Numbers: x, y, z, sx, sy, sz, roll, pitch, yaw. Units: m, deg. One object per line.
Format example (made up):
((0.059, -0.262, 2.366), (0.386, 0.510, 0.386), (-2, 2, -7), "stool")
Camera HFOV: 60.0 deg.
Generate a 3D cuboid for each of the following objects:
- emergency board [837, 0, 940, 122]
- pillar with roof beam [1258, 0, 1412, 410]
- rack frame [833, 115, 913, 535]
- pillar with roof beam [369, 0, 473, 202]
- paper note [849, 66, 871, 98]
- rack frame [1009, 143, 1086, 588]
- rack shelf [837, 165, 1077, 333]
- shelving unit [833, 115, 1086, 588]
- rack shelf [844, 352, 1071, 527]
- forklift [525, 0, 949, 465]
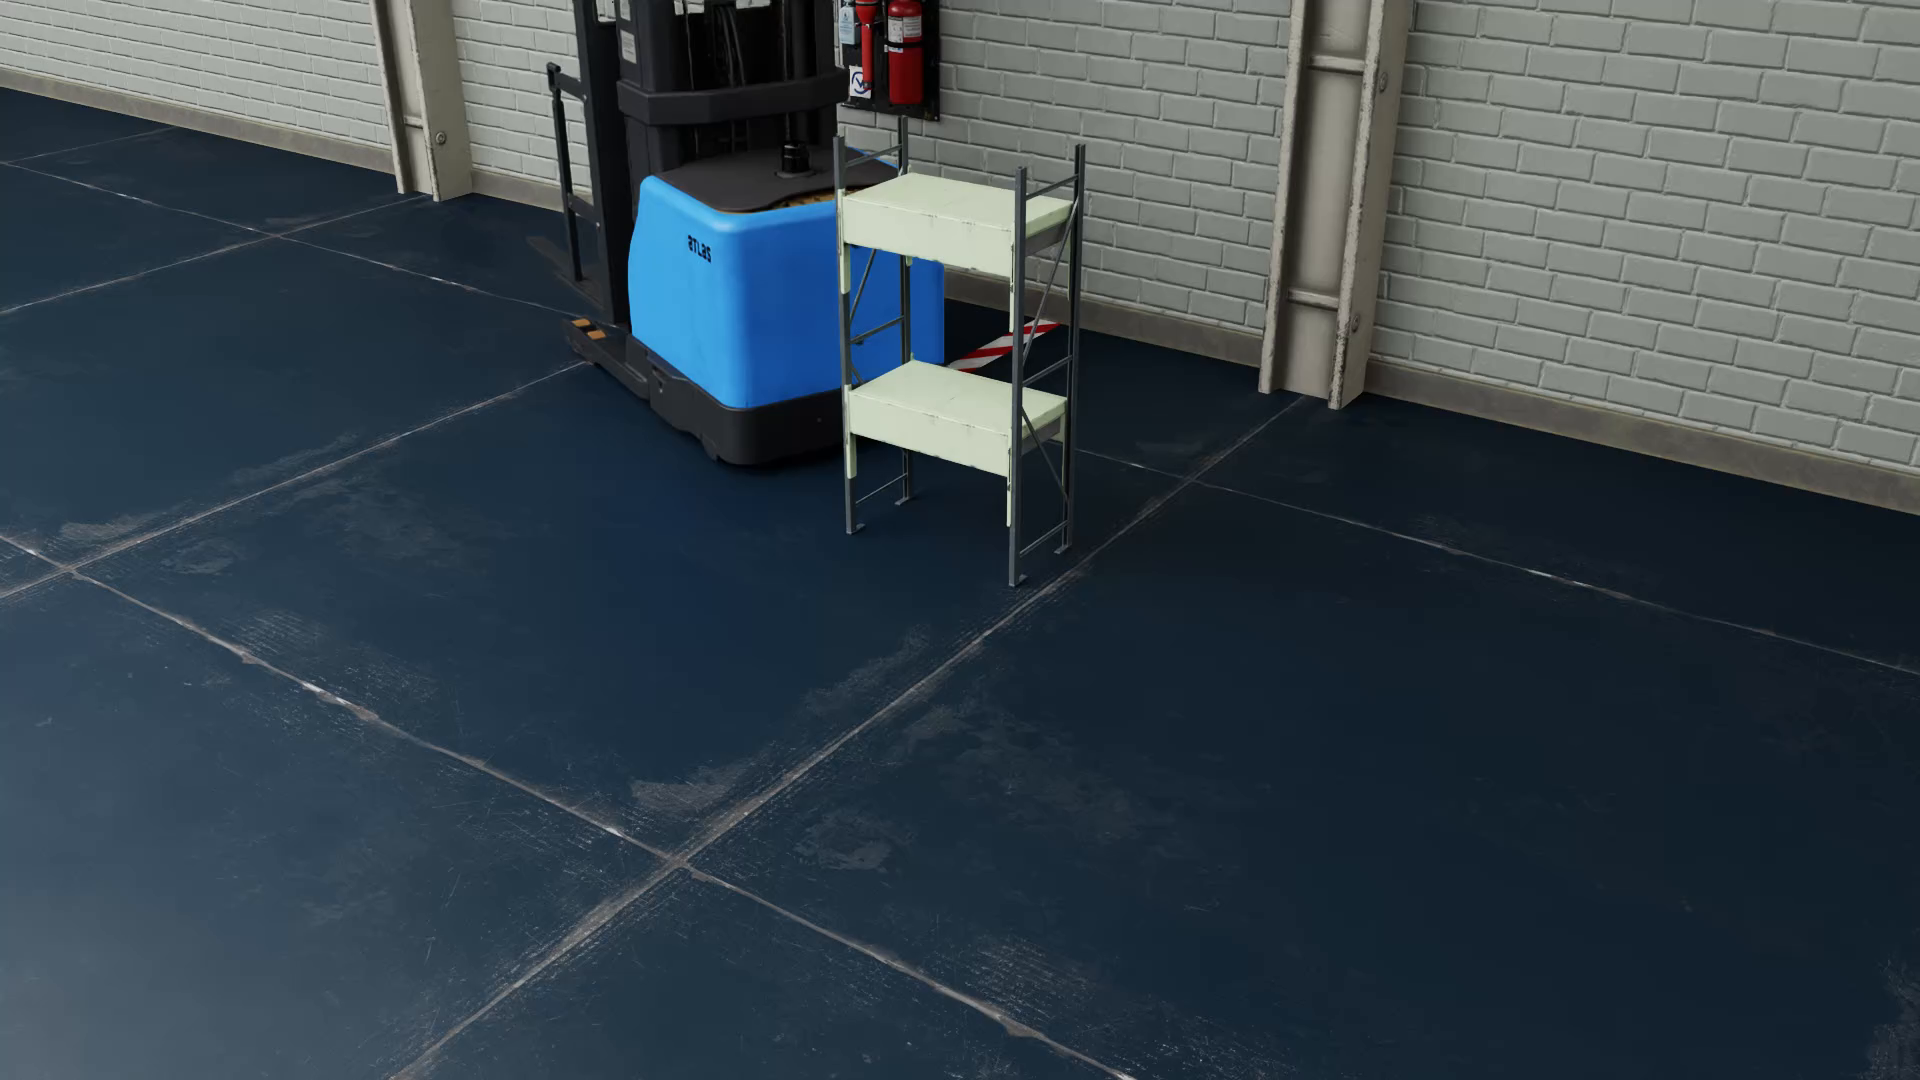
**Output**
((-0.408, -2.671, 8.191), (0.643, 1.169, 0.194), (17, 32, 30), "emergency board")
((-0.830, -3.086, 2.393), (0.400, 9.000, 9.100), (17, 32, 30), "pillar with roof beam")
((-0.307, -0.764, 6.098), (0.023, 1.500, 0.400), (17, 32, 30), "rack frame")
((-5.776, -4.627, 5.421), (0.400, 9.000, 9.100), (17, 32, 30), "pillar with roof beam")
((-0.515, -2.350, 8.531), (0.142, 0.148, 0.016), (17, 32, 30), "paper note")
((0.296, -0.576, 5.729), (0.023, 1.500, 0.400), (17, 32, 30), "rack frame")
((-0.006, -1.018, 5.736), (0.720, 0.370, 0.431), (17, 32, 30), "rack shelf")
((-0.006, -0.670, 5.913), (0.755, 1.500, 0.431), (17, 32, 30), "shelving unit")
((-0.006, -0.380, 6.061), (0.720, 0.370, 0.431), (17, 32, 30), "rack shelf")
((-1.254, -2.233, 7.406), (1.130, 2.935, 3.031), (-16, 31, -28), "forklift")
